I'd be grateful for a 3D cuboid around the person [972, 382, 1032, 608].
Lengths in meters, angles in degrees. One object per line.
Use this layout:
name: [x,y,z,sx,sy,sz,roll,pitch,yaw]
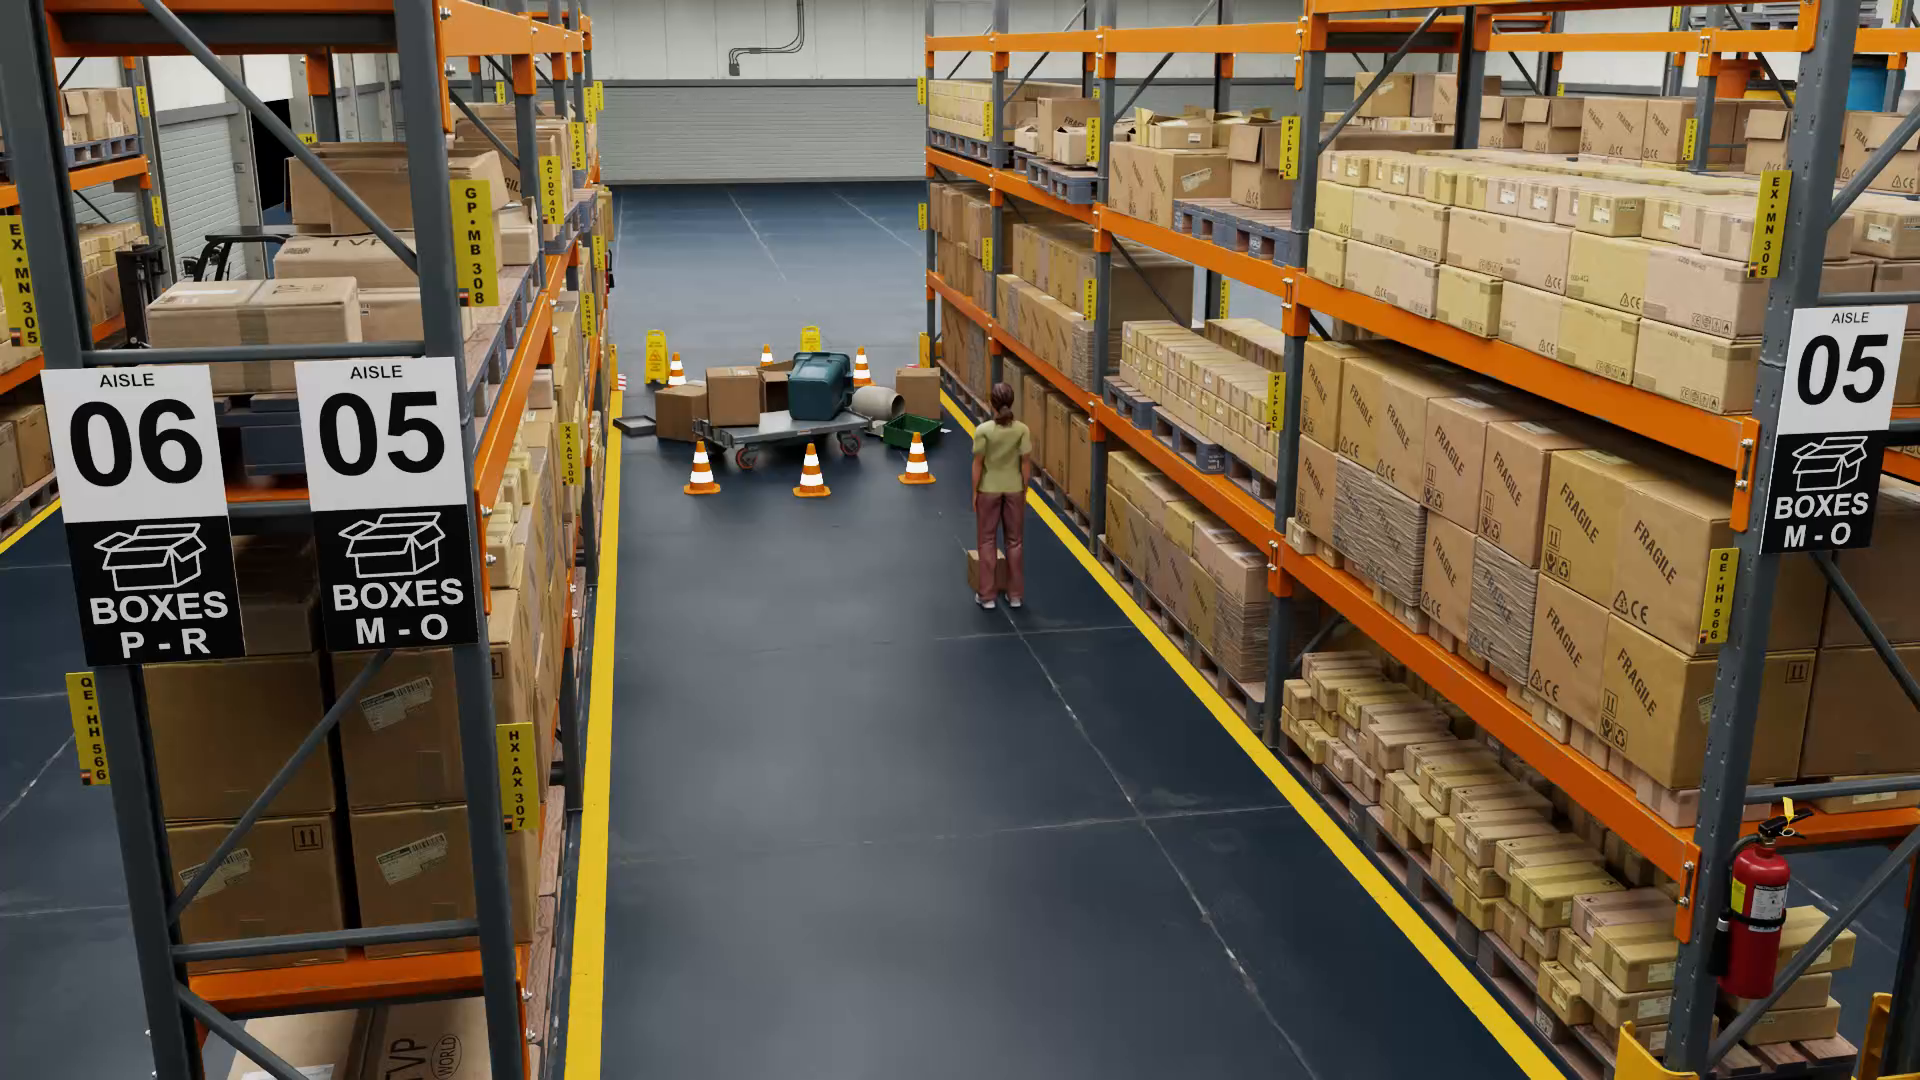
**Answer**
person: [0.296,-0.323,12.123,0.441,1.677,0.383,-3,17,-9]
